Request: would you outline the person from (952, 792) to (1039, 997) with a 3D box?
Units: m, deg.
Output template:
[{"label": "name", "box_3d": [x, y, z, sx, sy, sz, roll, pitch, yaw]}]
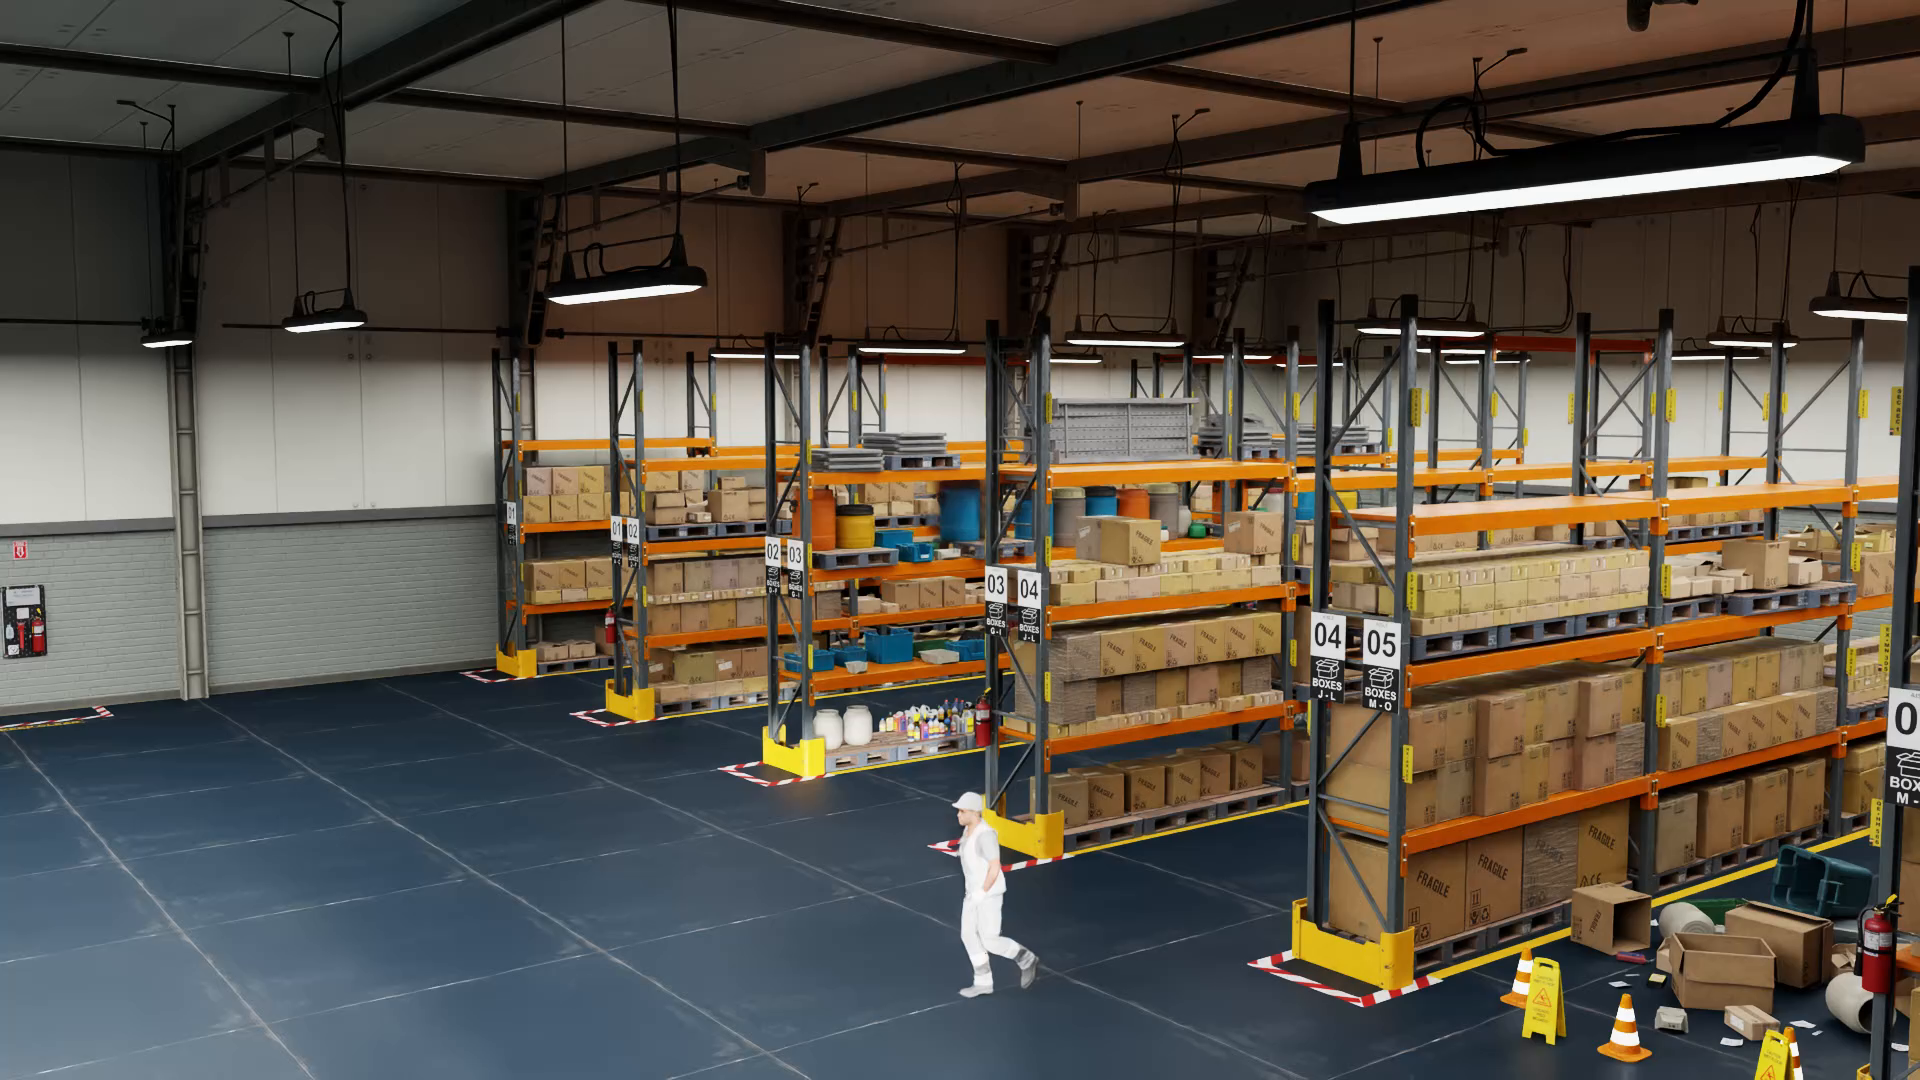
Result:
[{"label": "person", "box_3d": [0.293, 3.033, 14.366, 0.738, 1.757, 0.594, -2, 5, -23]}]

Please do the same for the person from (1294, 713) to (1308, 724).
[{"label": "person", "box_3d": [5.295, 2.113, 25.939, 0.796, 1.516, 0.567, -2, 6, -26]}]
